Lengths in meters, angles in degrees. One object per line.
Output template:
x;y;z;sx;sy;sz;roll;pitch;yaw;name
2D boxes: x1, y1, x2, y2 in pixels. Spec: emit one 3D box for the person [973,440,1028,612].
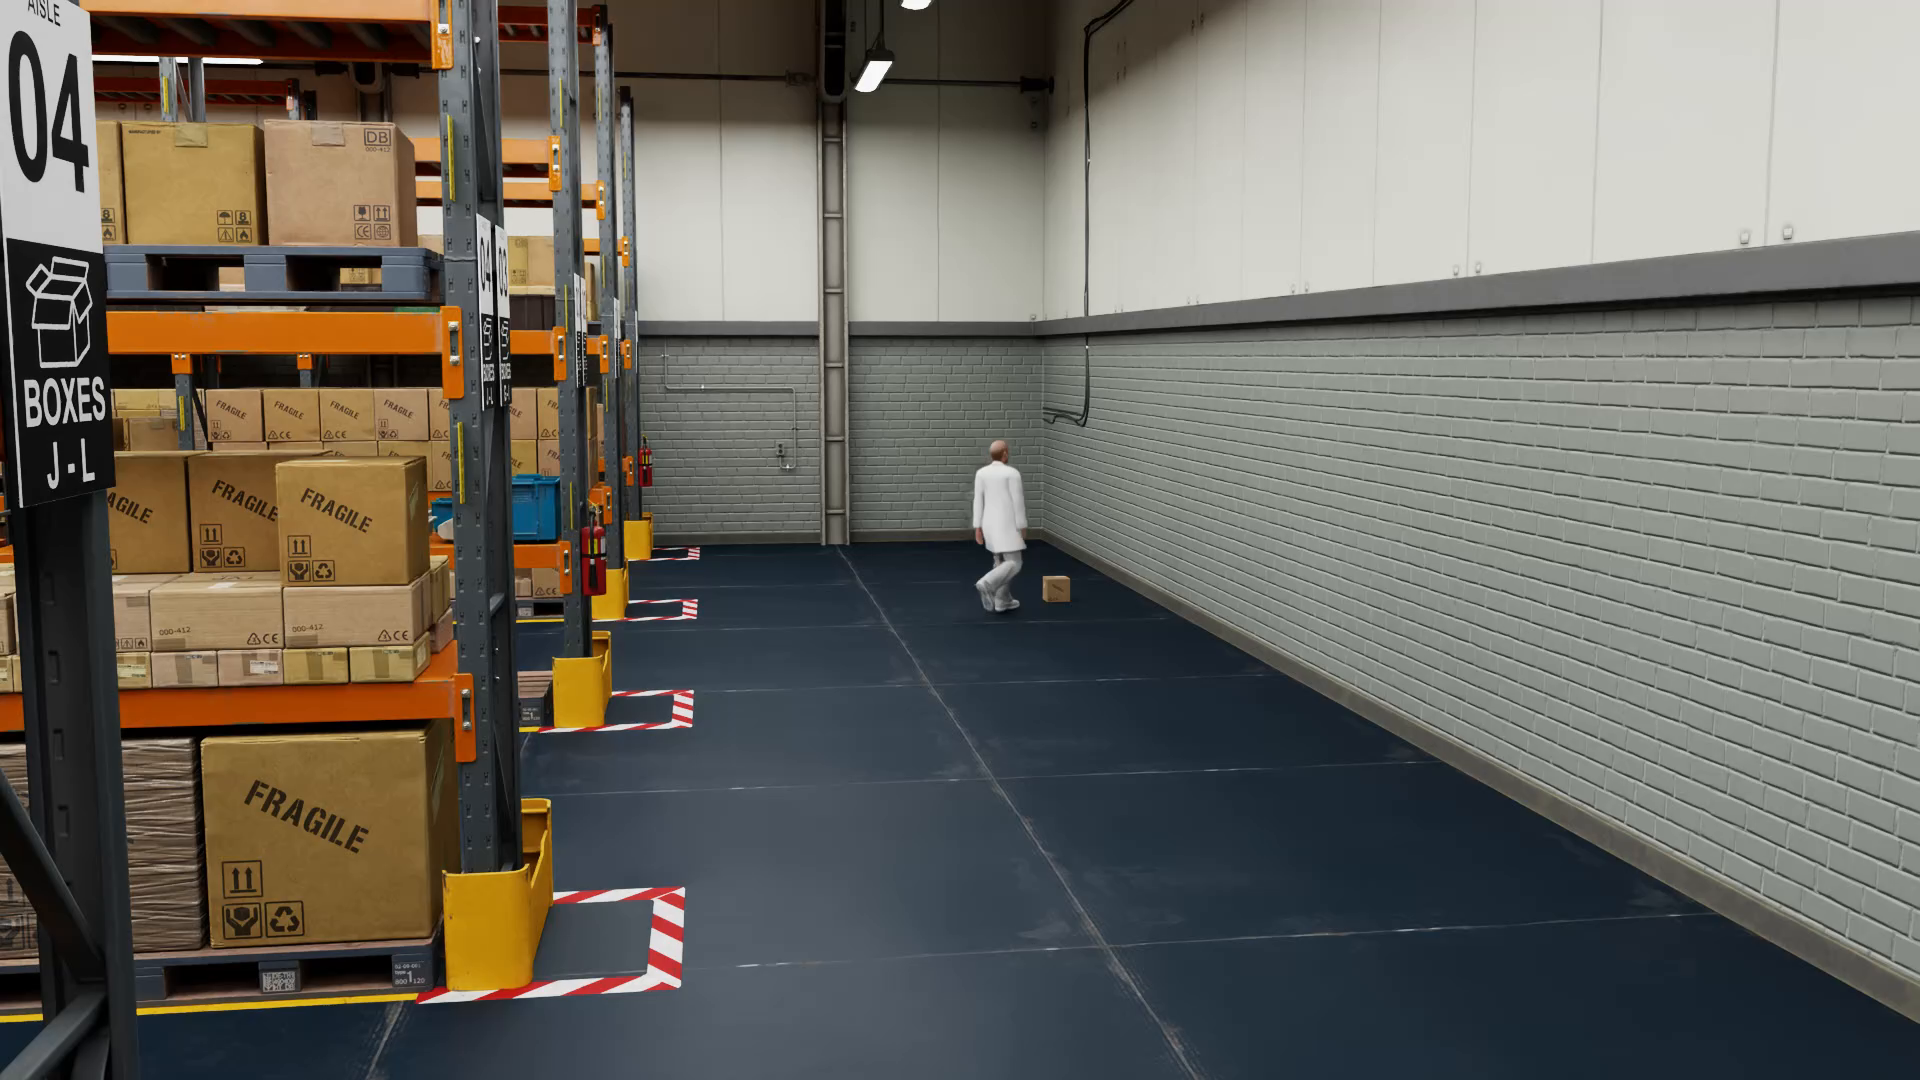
0.391;-0.128;16.841;0.590;1.754;0.873;5;8;41;person
